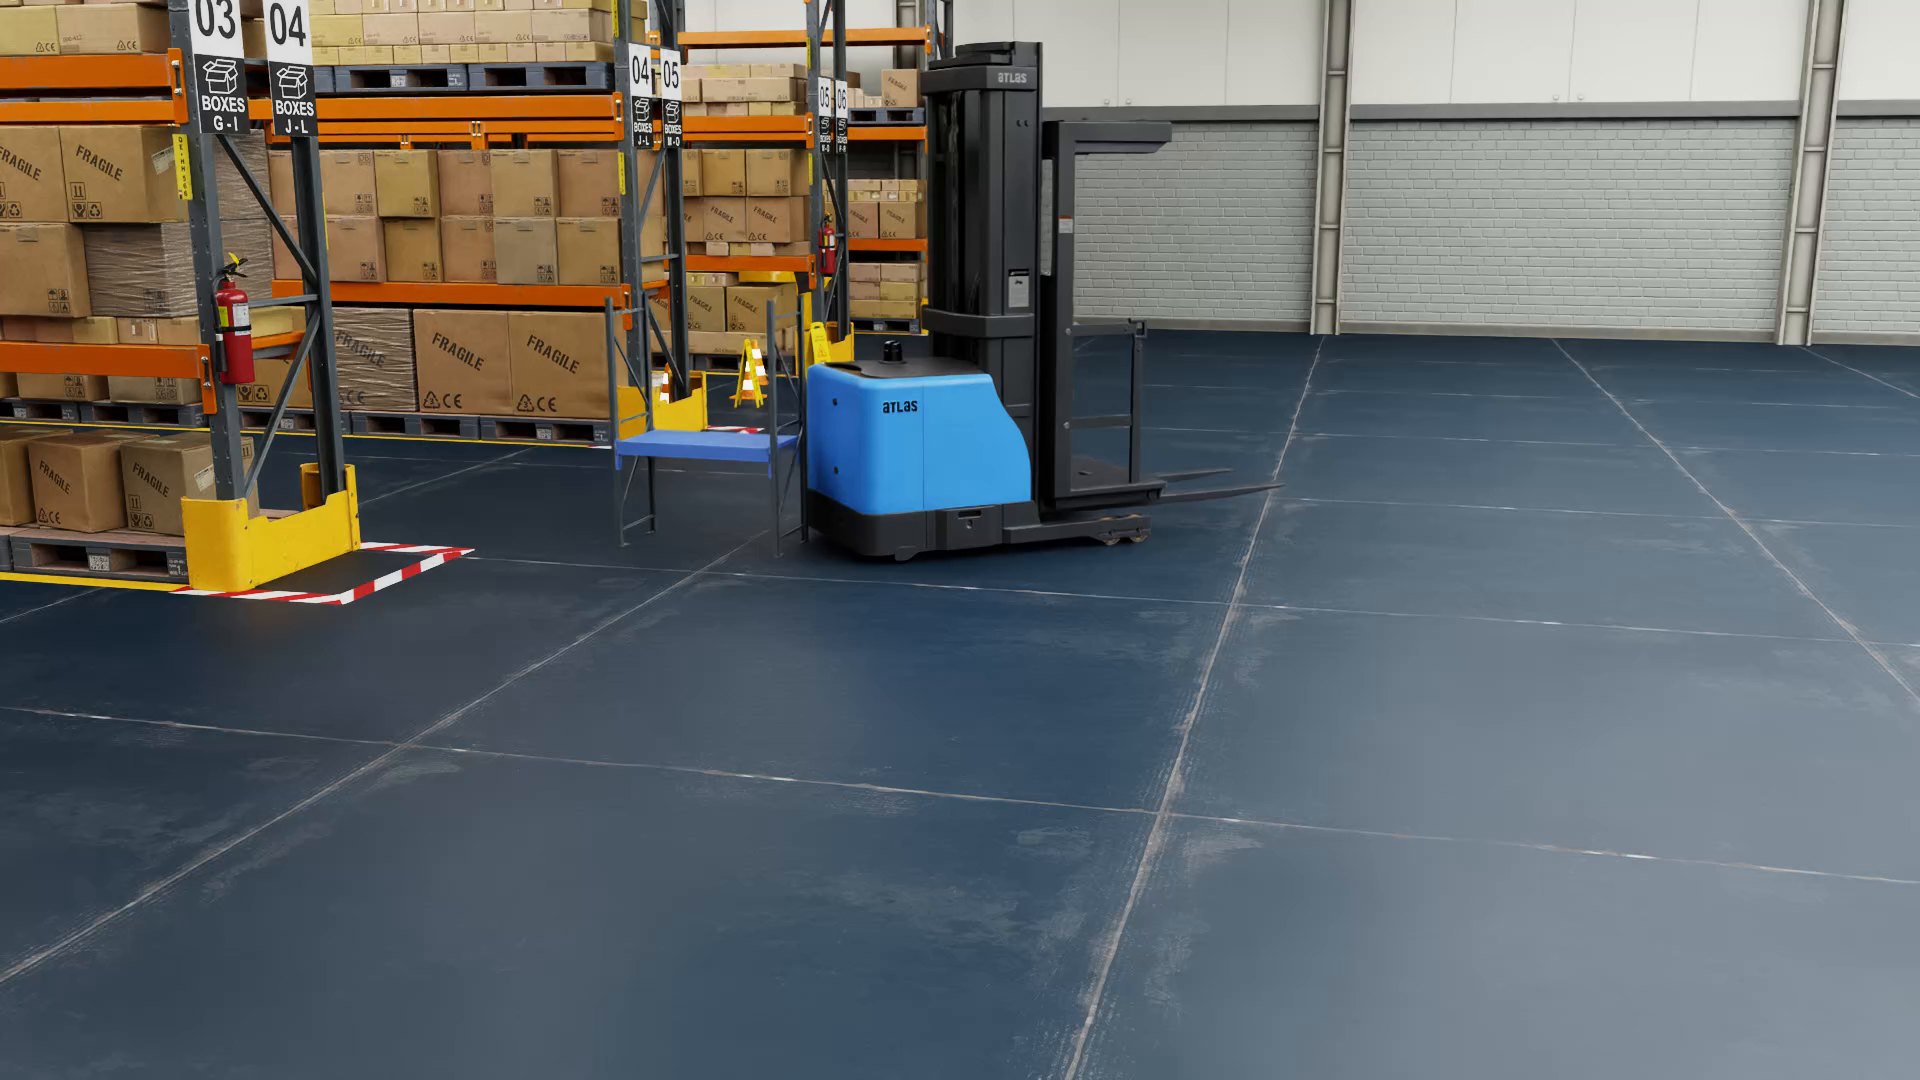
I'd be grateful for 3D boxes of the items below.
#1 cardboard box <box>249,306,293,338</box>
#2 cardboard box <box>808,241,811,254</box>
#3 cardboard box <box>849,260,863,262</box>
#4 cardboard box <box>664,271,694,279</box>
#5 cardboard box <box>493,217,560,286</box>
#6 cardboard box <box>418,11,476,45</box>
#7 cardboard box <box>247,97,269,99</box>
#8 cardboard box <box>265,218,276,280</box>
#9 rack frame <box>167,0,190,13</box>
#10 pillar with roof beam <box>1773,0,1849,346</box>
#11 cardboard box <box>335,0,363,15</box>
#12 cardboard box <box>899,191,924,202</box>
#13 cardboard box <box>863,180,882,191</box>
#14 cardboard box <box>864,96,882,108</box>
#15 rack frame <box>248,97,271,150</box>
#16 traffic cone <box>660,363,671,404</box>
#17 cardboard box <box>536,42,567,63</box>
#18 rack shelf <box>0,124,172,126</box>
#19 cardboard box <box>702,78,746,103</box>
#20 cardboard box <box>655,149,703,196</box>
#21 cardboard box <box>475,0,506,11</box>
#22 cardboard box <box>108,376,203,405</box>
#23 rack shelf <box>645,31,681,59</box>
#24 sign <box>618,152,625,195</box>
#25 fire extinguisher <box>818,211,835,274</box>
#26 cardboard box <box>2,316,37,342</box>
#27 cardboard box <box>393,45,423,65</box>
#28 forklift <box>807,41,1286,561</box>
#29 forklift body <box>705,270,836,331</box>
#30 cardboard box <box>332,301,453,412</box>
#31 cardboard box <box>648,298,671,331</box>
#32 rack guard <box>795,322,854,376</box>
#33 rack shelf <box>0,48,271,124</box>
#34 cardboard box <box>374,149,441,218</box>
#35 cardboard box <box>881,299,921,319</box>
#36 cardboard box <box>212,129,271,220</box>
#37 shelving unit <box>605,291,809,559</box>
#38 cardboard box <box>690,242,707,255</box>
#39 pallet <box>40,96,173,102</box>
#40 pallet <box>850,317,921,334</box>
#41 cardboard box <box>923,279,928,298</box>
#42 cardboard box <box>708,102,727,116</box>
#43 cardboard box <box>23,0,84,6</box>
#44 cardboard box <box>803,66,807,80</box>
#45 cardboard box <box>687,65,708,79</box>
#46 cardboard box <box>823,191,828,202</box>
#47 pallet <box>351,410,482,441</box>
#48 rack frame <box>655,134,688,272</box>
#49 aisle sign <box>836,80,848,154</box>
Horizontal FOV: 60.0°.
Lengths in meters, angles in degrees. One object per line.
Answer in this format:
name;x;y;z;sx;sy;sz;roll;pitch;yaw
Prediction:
cardboard box;-4.049;-1.249;9.519;0.250;0.149;0.380;3;13;14
cardboard box;-1.735;-3.329;18.895;0.250;0.149;0.380;3;13;14
cardboard box;-1.660;-3.904;23.974;0.500;0.250;0.500;3;13;13
cardboard box;-3.167;-2.956;18.781;0.250;0.149;0.380;4;13;16
cardboard box;-3.453;-2.452;14.012;0.550;0.550;0.875;3;13;14
cardboard box;-4.058;-4.154;13.565;0.500;0.250;0.500;3;13;13
cardboard box;-8.304;-5.268;19.897;0.500;0.500;0.700;3;13;14
cardboard box;-6.065;-2.609;14.721;0.550;0.550;0.875;3;13;14
rack frame;-3.829;-4.236;8.549;0.127;3.000;1.000;3;13;14
pillar with roof beam;9.890;-6.061;16.778;0.400;9.000;9.100;3;13;14
cardboard box;-4.918;-4.381;13.668;0.250;0.149;0.380;3;13;13
cardboard box;-0.673;-4.759;23.032;0.250;0.149;0.380;3;13;14
cardboard box;-1.175;-4.934;23.132;0.250;0.149;0.380;3;13;15
cardboard box;-1.147;-6.010;22.850;0.250;0.149;0.380;3;13;12
rack frame;-6.426;-2.552;14.812;0.127;3.000;1.000;3;13;14
traffic cone;-2.718;-1.432;15.622;0.334;0.463;0.336;3;13;14
cardboard box;-3.191;-3.900;13.339;0.250;0.149;0.380;3;13;14
rack shelf;-11.164;-5.023;20.684;4.000;0.370;1.077;3;13;14
cardboard box;-2.501;-4.926;18.247;0.500;0.250;0.500;3;13;13
cardboard box;-3.013;-4.086;18.501;0.500;0.500;0.700;3;13;13
cardboard box;-3.694;-4.315;13.372;0.250;0.149;0.380;3;13;14
cardboard box;-7.051;-1.672;15.071;0.750;0.750;1.050;3;13;13
rack shelf;-6.095;-7.129;24.173;4.000;0.370;1.077;3;13;14
sign;-2.686;-2.912;13.215;0.005;0.325;0.100;3;13;14
fire extinguisher;-1.454;-3.250;18.137;0.183;0.674;0.296;3;13;14
cardboard box;-5.125;-1.209;9.337;0.250;0.149;0.380;3;13;14
cardboard box;-4.428;-3.966;13.637;0.250;0.149;0.380;3;13;14
forklift;0.613;-1.501;10.234;3.031;2.935;1.130;-6;14;-24
forklift body;-2.548;-3.735;22.104;1.214;2.155;2.313;3;13;14
cardboard box;-4.956;-1.627;14.576;0.875;0.875;0.875;3;13;14
cardboard box;-3.291;-2.660;18.947;0.500;0.500;0.500;3;13;12
rack guard;-1.529;-2.175;18.881;0.348;0.500;1.175;3;13;14
rack shelf;-5.771;-2.524;9.420;4.000;0.370;1.077;3;13;14
cardboard box;-4.507;-3.039;14.169;0.500;0.550;0.875;3;13;14
cardboard box;-0.801;-3.256;23.361;0.500;0.250;0.500;3;13;14
cardboard box;-4.298;-2.075;9.435;0.500;0.500;0.500;3;13;14
shelving unit;-1.501;-0.706;9.952;1.048;1.500;0.538;4;13;16
cardboard box;-2.858;-3.300;18.763;0.250;0.149;0.380;3;13;14
pallet;-7.328;-3.961;14.676;1.217;0.209;0.805;3;13;11
pallet;-1.022;-3.105;23.739;1.213;0.211;1.003;3;13;14
cardboard box;-0.676;-3.610;23.803;0.500;0.250;0.500;3;13;15
cardboard box;-2.598;-4.746;18.357;0.250;0.149;0.380;3;13;14
cardboard box;-4.690;-2.871;8.749;0.250;0.149;0.380;2;13;11
cardboard box;-1.751;-5.183;18.485;0.250;0.149;0.380;3;13;13
cardboard box;-2.817;-5.146;18.319;0.250;0.149;0.380;3;13;14
cardboard box;-1.924;-4.821;23.309;0.250;0.149;0.380;3;13;14
pallet;-4.519;-1.072;14.579;1.213;0.211;1.003;3;13;14
rack frame;-4.153;-4.643;24.233;0.127;3.000;1.000;3;13;14
aisle sign;-1.321;-4.722;18.590;0.004;0.787;0.394;3;13;14
